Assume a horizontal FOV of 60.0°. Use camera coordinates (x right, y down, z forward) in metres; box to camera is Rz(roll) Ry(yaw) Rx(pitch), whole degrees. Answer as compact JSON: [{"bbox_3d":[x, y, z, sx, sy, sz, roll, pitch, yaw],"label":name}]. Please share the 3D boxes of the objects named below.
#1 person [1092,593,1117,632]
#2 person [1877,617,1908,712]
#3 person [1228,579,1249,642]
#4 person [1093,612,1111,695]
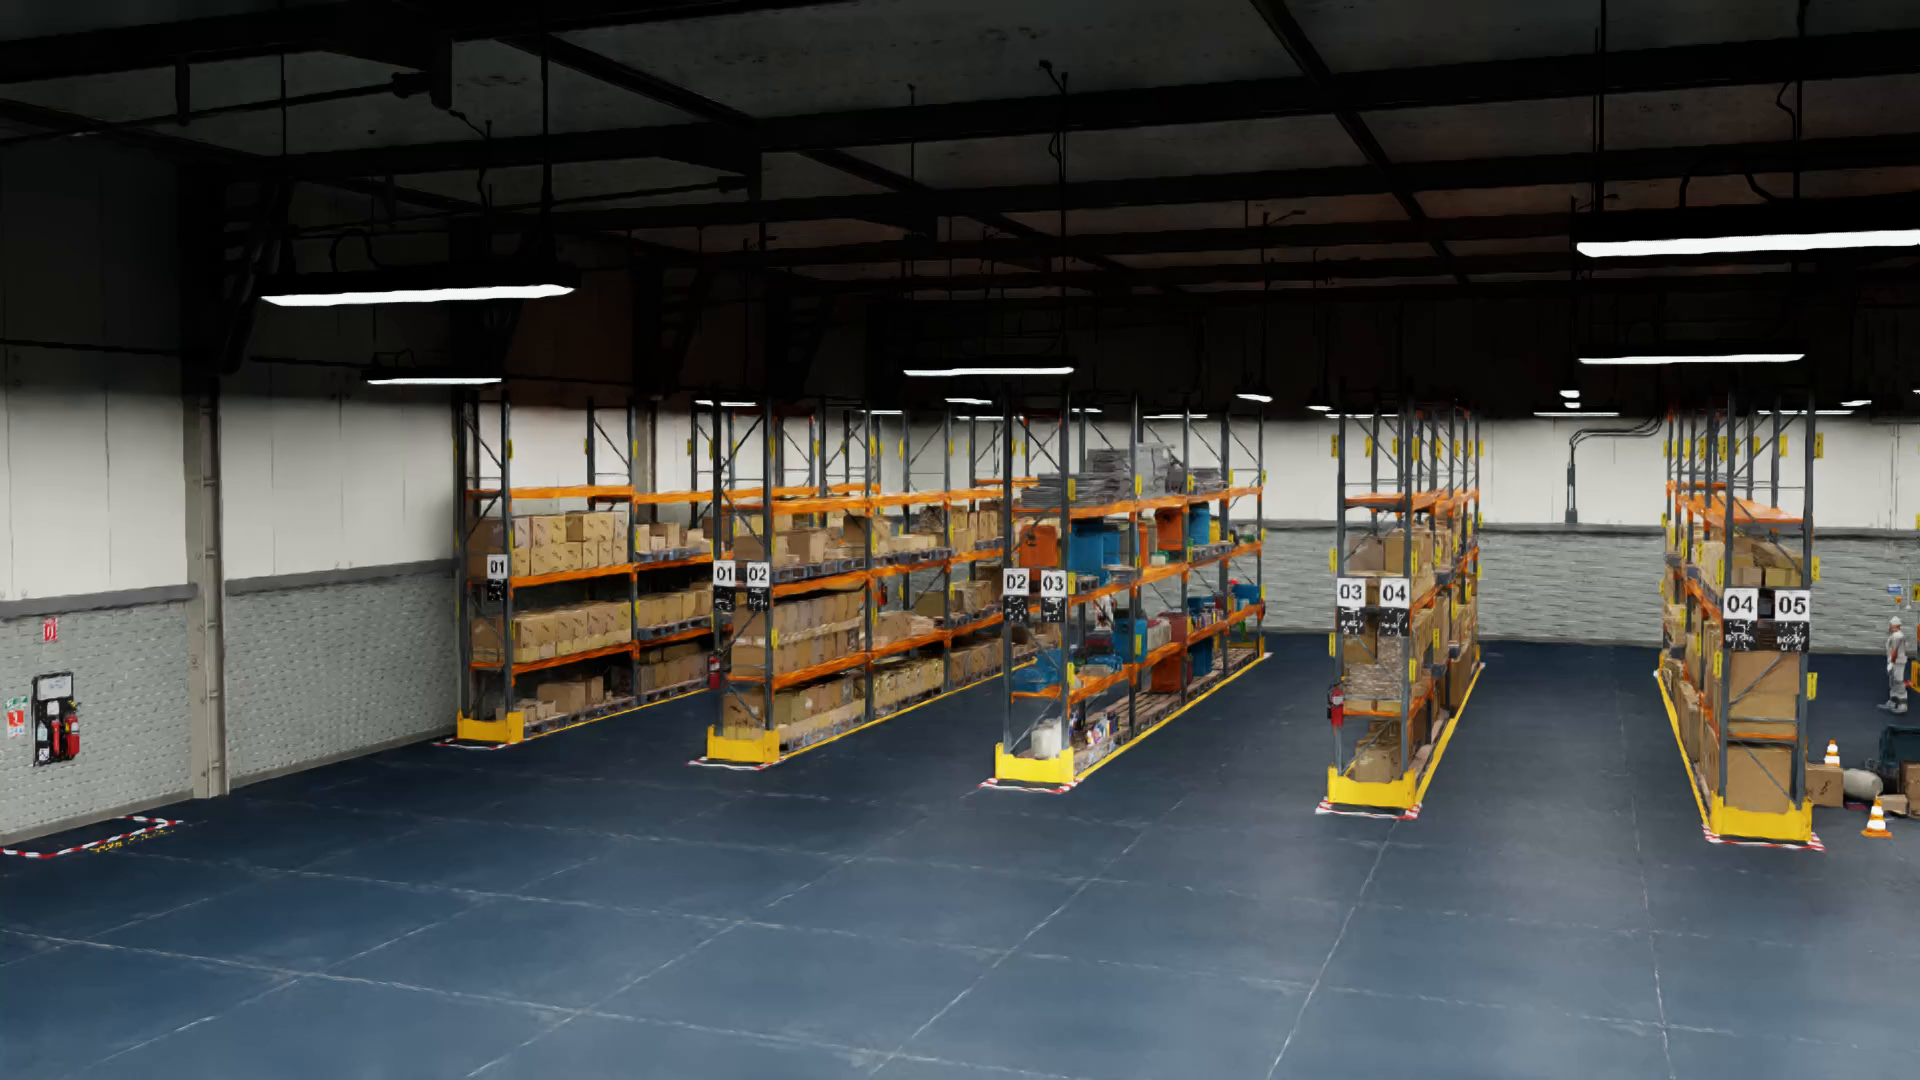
[{"bbox_3d":[3.689,1.821,42.257,0.691,1.687,0.860,0,3,4],"label":"person"},{"bbox_3d":[17.743,2.354,31.592,0.544,1.788,0.625,2,4,37],"label":"person"},{"bbox_3d":[6.860,1.836,41.654,0.942,1.744,0.593,-3,4,-42],"label":"person"},{"bbox_3d":[2.861,2.293,33.735,0.562,1.668,0.569,-3,4,-40],"label":"person"}]
